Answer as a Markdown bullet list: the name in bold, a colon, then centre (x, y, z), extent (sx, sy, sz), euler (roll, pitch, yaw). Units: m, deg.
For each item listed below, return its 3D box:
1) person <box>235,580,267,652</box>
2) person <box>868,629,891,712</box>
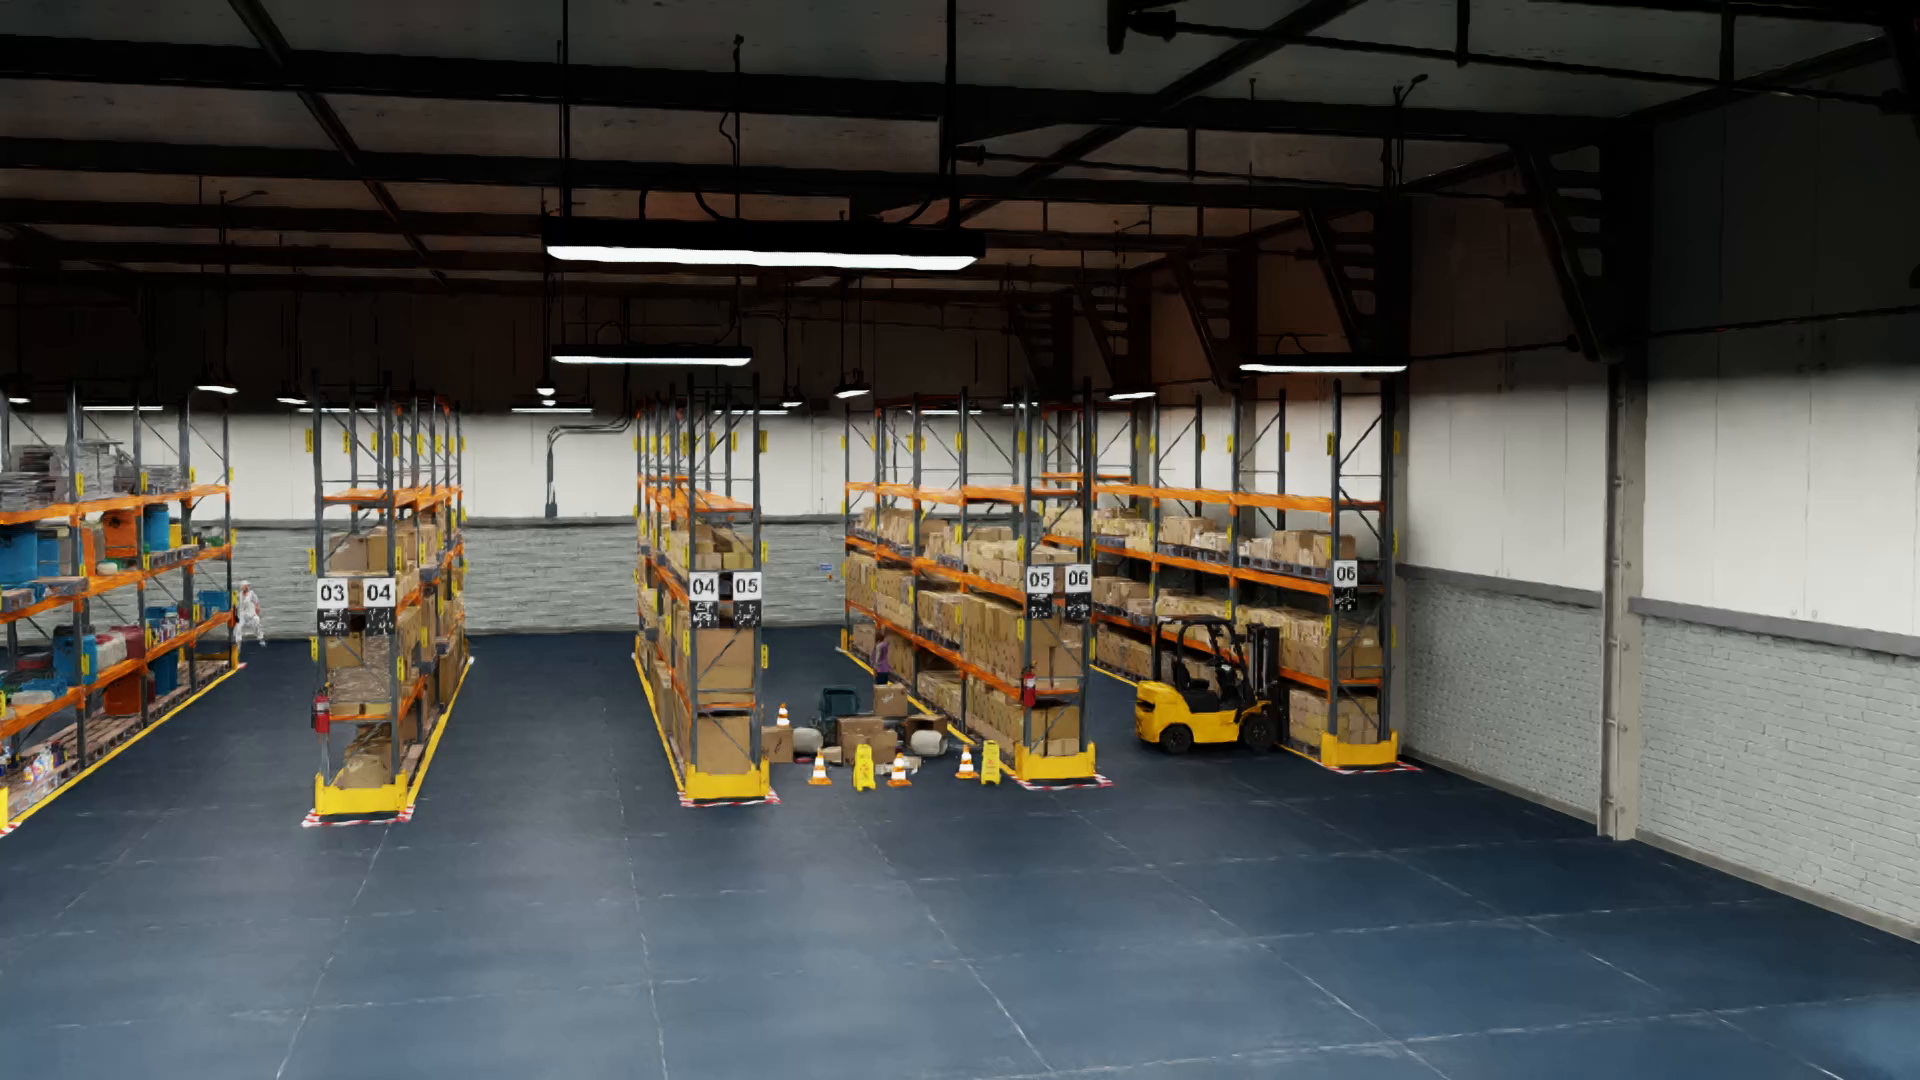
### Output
- **person**: centre (-17.239, 1.820, 40.275), extent (0.596, 1.738, 0.988), euler (0, 3, 8)
- **person**: centre (-1.468, 2.454, 30.483), extent (0.527, 1.547, 0.529), euler (1, 3, 12)
